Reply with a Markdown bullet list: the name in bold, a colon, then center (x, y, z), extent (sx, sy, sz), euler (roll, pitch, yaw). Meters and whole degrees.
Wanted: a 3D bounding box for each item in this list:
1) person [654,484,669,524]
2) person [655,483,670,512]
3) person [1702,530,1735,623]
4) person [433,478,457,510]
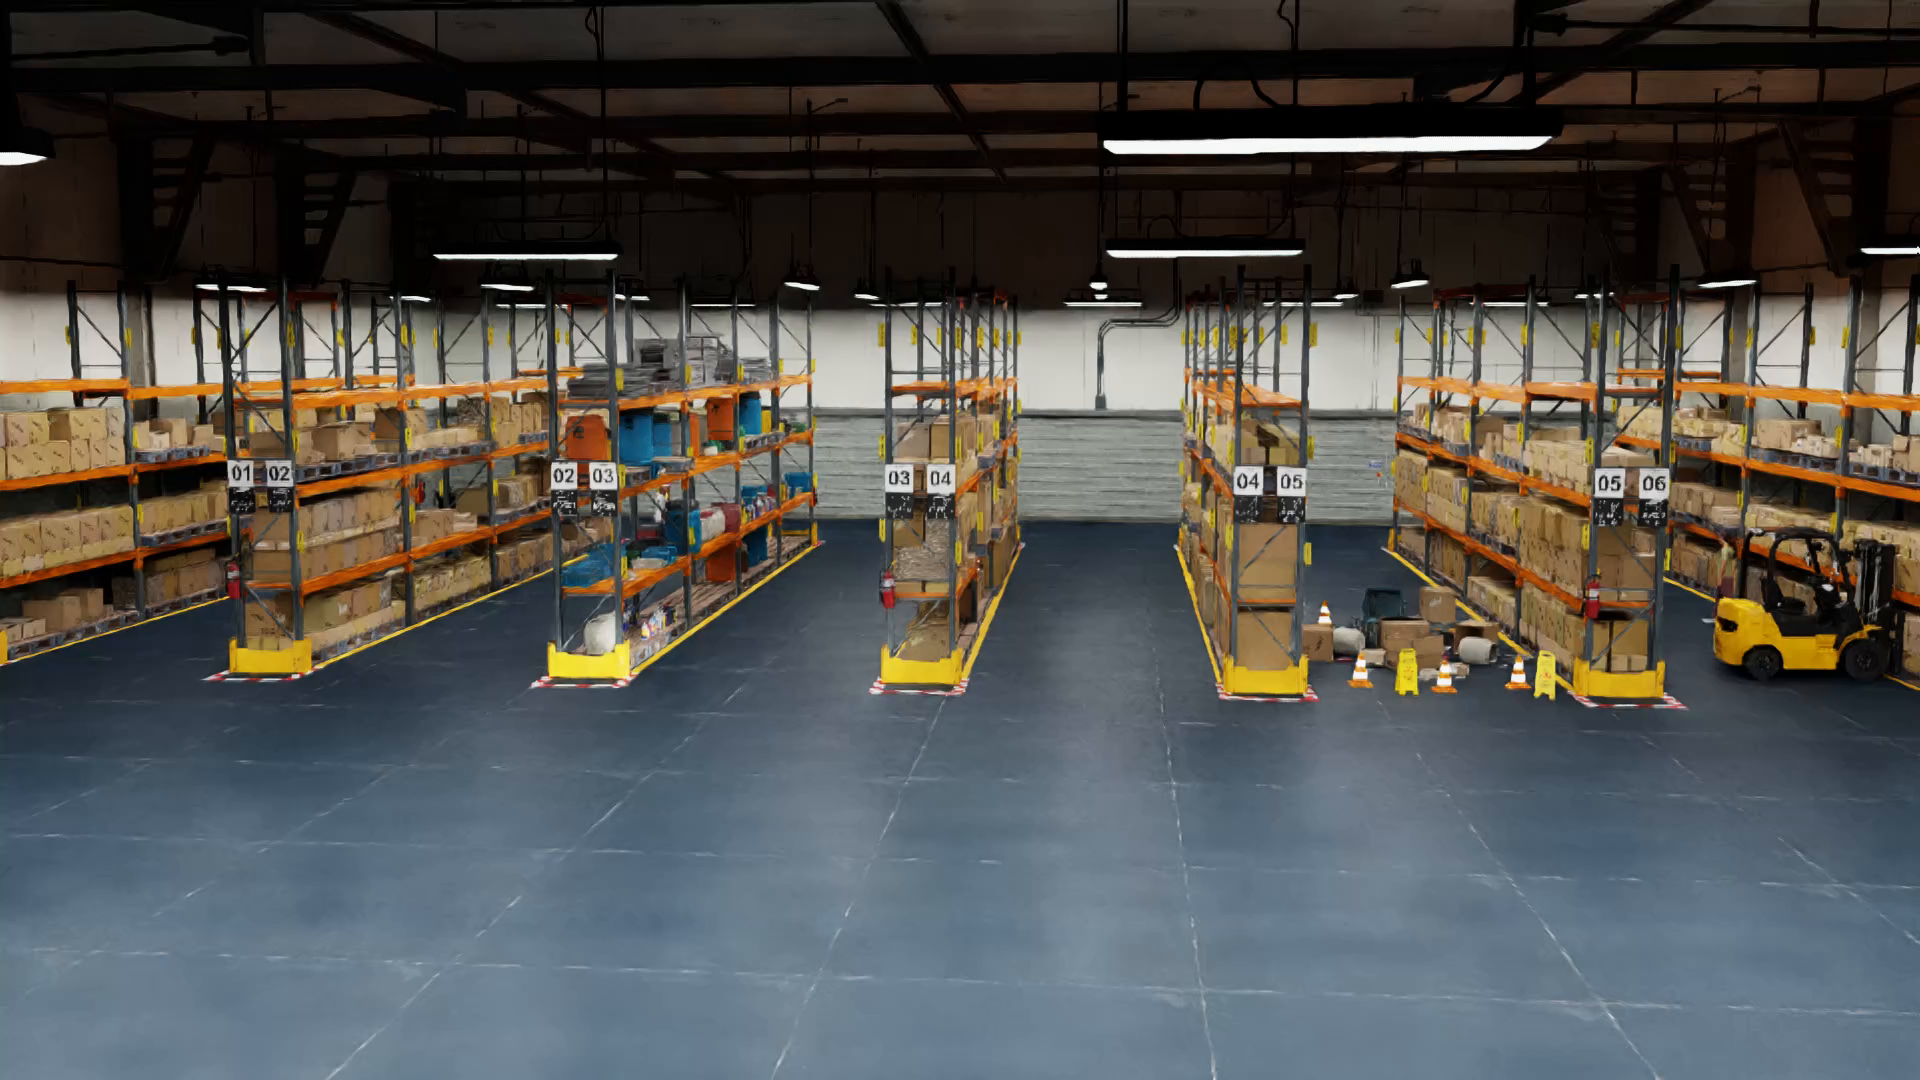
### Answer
- **person**: center (-6.659, -0.439, 37.349), extent (0.412, 1.788, 0.656), euler (-2, 7, -17)
- **person**: center (-7.743, -1.139, 43.468), extent (0.599, 1.753, 0.574), euler (6, 9, 42)
- **person**: center (13.255, 0.651, 28.922), extent (0.575, 1.665, 0.573), euler (4, 8, 30)
- **person**: center (-12.409, -0.703, 40.235), extent (0.677, 1.671, 0.534), euler (0, 7, 3)
